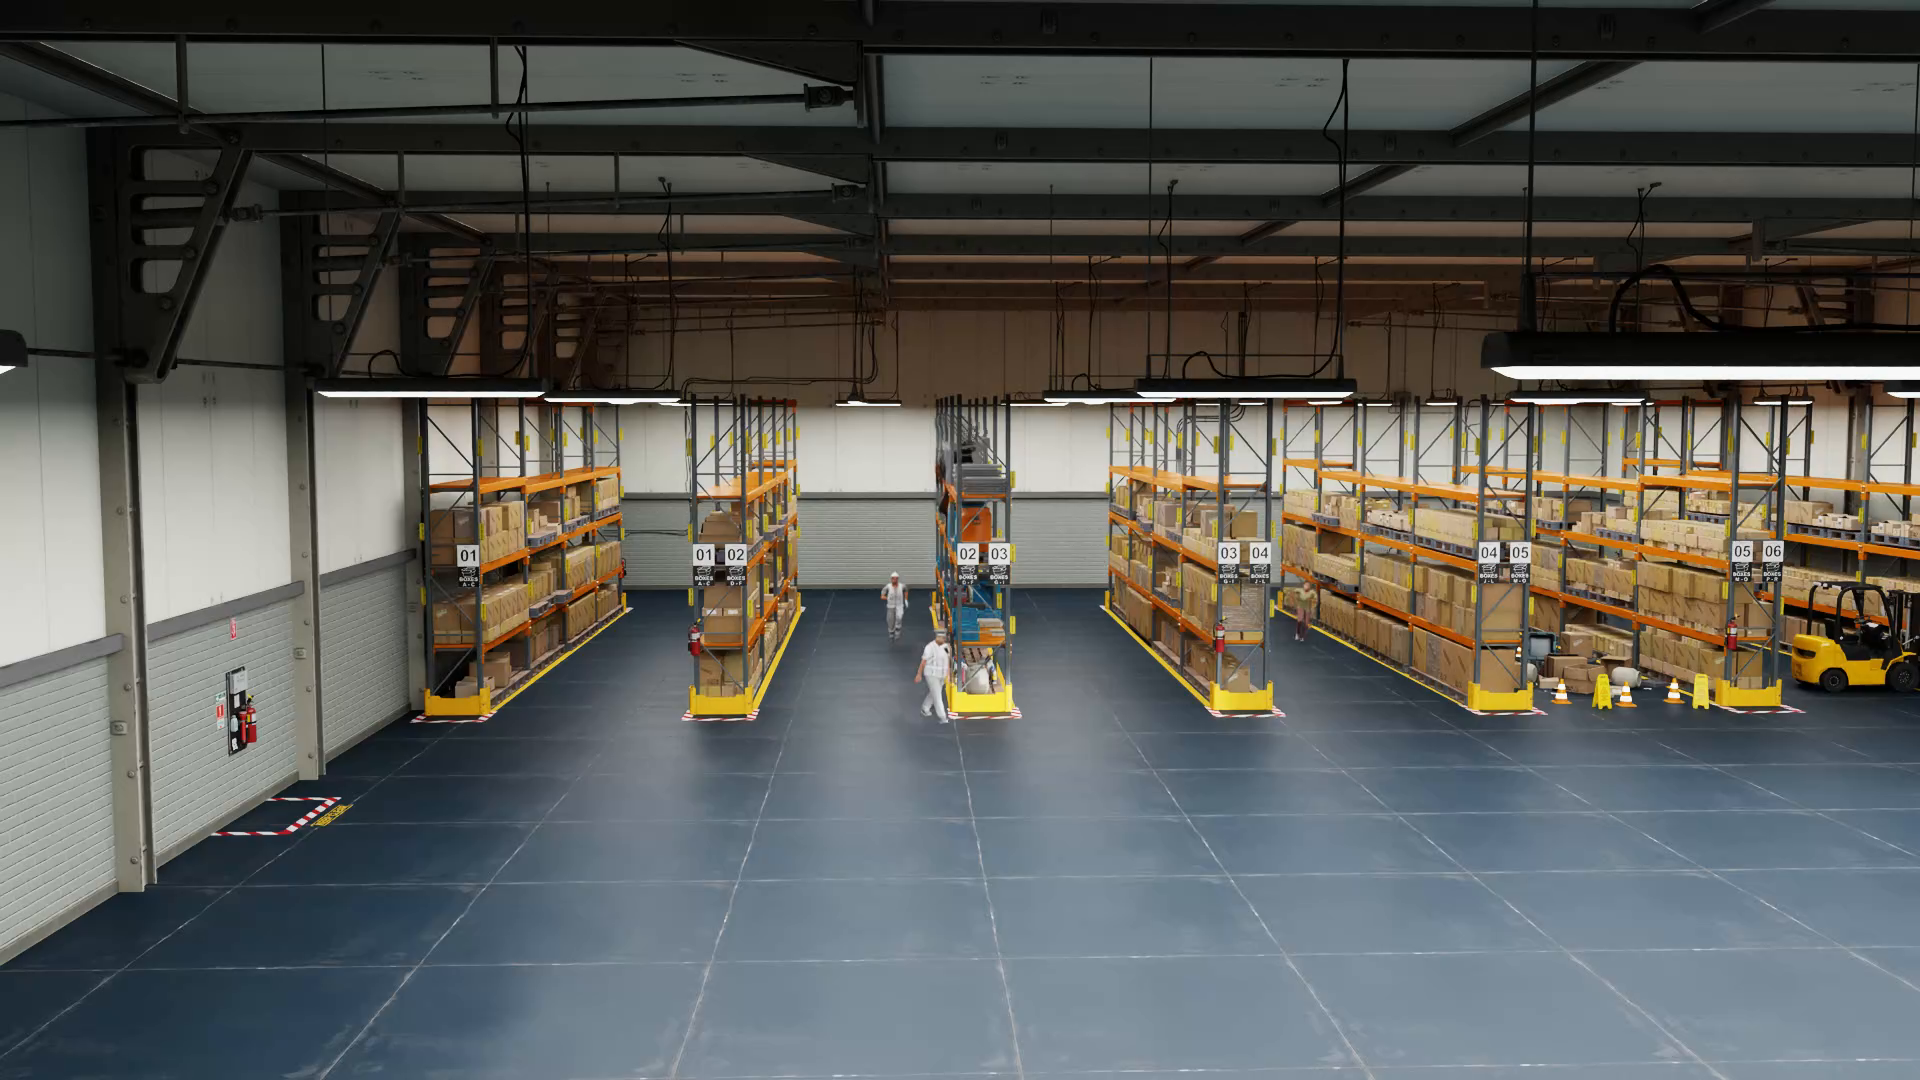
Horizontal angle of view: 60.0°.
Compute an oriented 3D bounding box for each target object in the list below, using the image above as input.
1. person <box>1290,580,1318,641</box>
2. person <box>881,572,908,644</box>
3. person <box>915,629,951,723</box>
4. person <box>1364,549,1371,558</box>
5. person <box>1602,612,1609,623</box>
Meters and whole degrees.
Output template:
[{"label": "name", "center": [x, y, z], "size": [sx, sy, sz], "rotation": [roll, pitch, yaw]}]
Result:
[{"label": "person", "center": [8.483, 1.747, 40.987], "size": [0.646, 1.561, 0.751], "rotation": [0, 5, 3]}, {"label": "person", "center": [-1.567, 1.642, 39.813], "size": [0.662, 1.760, 0.949], "rotation": [0, 5, -4]}, {"label": "person", "center": [-0.424, 2.467, 30.489], "size": [0.629, 1.668, 1.098], "rotation": [-4, 6, -43]}, {"label": "person", "center": [12.307, 1.080, 49.158], "size": [0.827, 1.615, 0.548], "rotation": [-1, 5, -10]}, {"label": "person", "center": [16.930, 1.389, 44.322], "size": [0.557, 1.681, 0.901], "rotation": [-2, 5, -20]}]
